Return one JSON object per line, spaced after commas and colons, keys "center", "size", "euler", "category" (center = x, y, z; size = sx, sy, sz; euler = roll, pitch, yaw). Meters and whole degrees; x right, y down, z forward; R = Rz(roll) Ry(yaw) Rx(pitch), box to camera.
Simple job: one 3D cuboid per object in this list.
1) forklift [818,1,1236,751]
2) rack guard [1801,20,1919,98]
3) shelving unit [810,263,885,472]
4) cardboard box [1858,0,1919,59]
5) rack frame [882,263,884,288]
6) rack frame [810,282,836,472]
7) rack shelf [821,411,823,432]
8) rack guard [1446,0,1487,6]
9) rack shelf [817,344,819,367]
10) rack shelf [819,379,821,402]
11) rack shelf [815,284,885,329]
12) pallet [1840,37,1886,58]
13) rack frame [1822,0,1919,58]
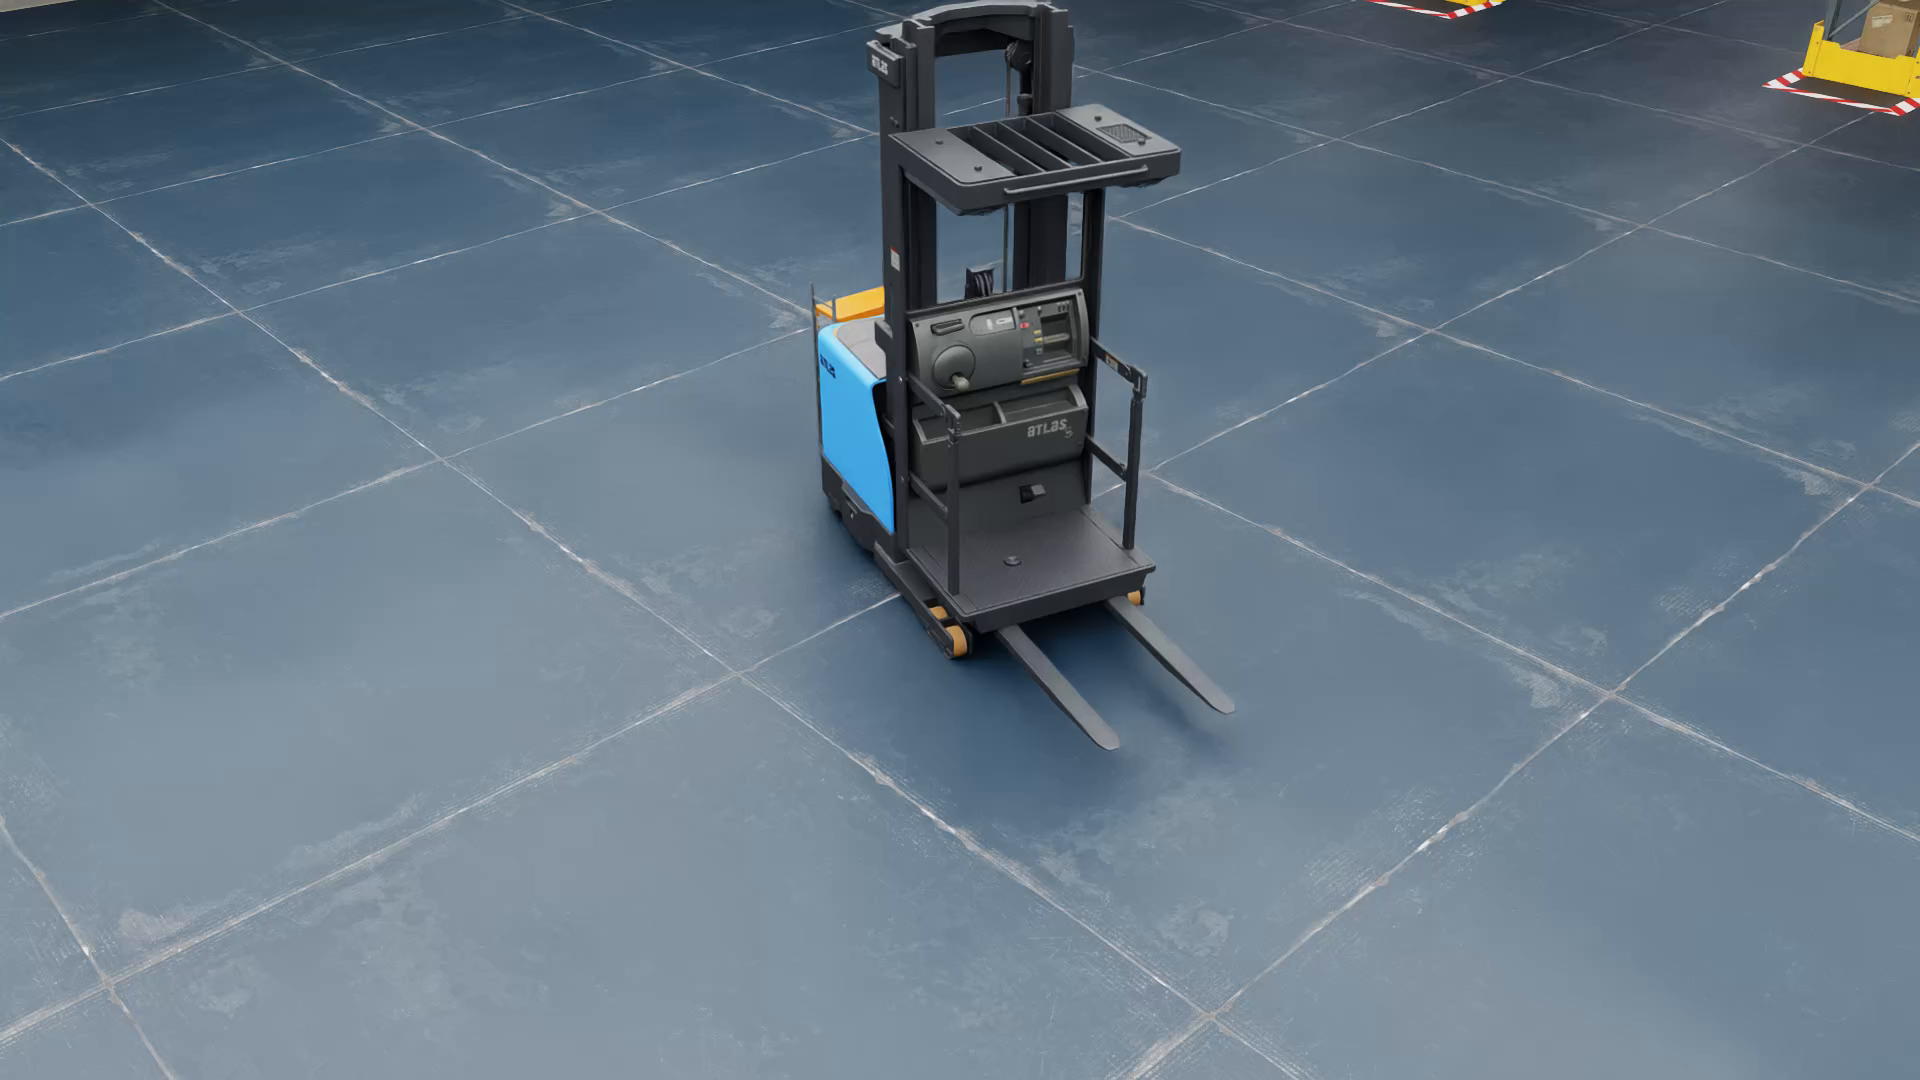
{"center": [0.299, -0.921, 7.947], "size": [1.130, 2.935, 3.031], "euler": [-14, 34, -22], "category": "forklift"}
{"center": [9.136, -4.829, 16.669], "size": [0.348, 0.500, 1.175], "euler": [-26, 40, -35], "category": "rack guard"}
{"center": [-0.566, -0.956, 9.662], "size": [0.503, 1.200, 0.258], "euler": [-21, 37, -31], "category": "shelving unit"}
{"center": [9.550, -5.197, 16.867], "size": [0.500, 0.500, 0.500], "euler": [-18, 36, -27], "category": "cardboard box"}
{"center": [-0.370, -1.032, 9.787], "size": [0.015, 1.200, 0.240], "euler": [-21, 37, -31], "category": "rack frame"}
{"center": [-0.761, -0.880, 9.537], "size": [0.015, 1.200, 0.240], "euler": [-21, 37, -31], "category": "rack frame"}
{"center": [-0.565, -0.729, 9.800], "size": [0.480, 0.148, 0.258], "euler": [-21, 37, -31], "category": "rack shelf"}
{"center": [5.737, -6.742, 19.797], "size": [0.348, 0.500, 1.175], "euler": [-26, 40, -35], "category": "rack guard"}
{"center": [-0.566, -1.090, 9.581], "size": [0.480, 0.148, 0.258], "euler": [-21, 37, -31], "category": "rack shelf"}
{"center": [-0.565, -0.898, 9.697], "size": [0.480, 0.148, 0.258], "euler": [-21, 37, -31], "category": "rack shelf"}
{"center": [-0.566, -1.292, 9.458], "size": [0.480, 0.148, 0.258], "euler": [-21, 37, -31], "category": "rack shelf"}
{"center": [9.756, -4.981, 17.193], "size": [1.213, 0.211, 1.003], "euler": [-26, 40, -35], "category": "pallet"}
{"center": [9.080, -5.869, 15.972], "size": [0.127, 3.000, 1.000], "euler": [-26, 40, -35], "category": "rack frame"}
